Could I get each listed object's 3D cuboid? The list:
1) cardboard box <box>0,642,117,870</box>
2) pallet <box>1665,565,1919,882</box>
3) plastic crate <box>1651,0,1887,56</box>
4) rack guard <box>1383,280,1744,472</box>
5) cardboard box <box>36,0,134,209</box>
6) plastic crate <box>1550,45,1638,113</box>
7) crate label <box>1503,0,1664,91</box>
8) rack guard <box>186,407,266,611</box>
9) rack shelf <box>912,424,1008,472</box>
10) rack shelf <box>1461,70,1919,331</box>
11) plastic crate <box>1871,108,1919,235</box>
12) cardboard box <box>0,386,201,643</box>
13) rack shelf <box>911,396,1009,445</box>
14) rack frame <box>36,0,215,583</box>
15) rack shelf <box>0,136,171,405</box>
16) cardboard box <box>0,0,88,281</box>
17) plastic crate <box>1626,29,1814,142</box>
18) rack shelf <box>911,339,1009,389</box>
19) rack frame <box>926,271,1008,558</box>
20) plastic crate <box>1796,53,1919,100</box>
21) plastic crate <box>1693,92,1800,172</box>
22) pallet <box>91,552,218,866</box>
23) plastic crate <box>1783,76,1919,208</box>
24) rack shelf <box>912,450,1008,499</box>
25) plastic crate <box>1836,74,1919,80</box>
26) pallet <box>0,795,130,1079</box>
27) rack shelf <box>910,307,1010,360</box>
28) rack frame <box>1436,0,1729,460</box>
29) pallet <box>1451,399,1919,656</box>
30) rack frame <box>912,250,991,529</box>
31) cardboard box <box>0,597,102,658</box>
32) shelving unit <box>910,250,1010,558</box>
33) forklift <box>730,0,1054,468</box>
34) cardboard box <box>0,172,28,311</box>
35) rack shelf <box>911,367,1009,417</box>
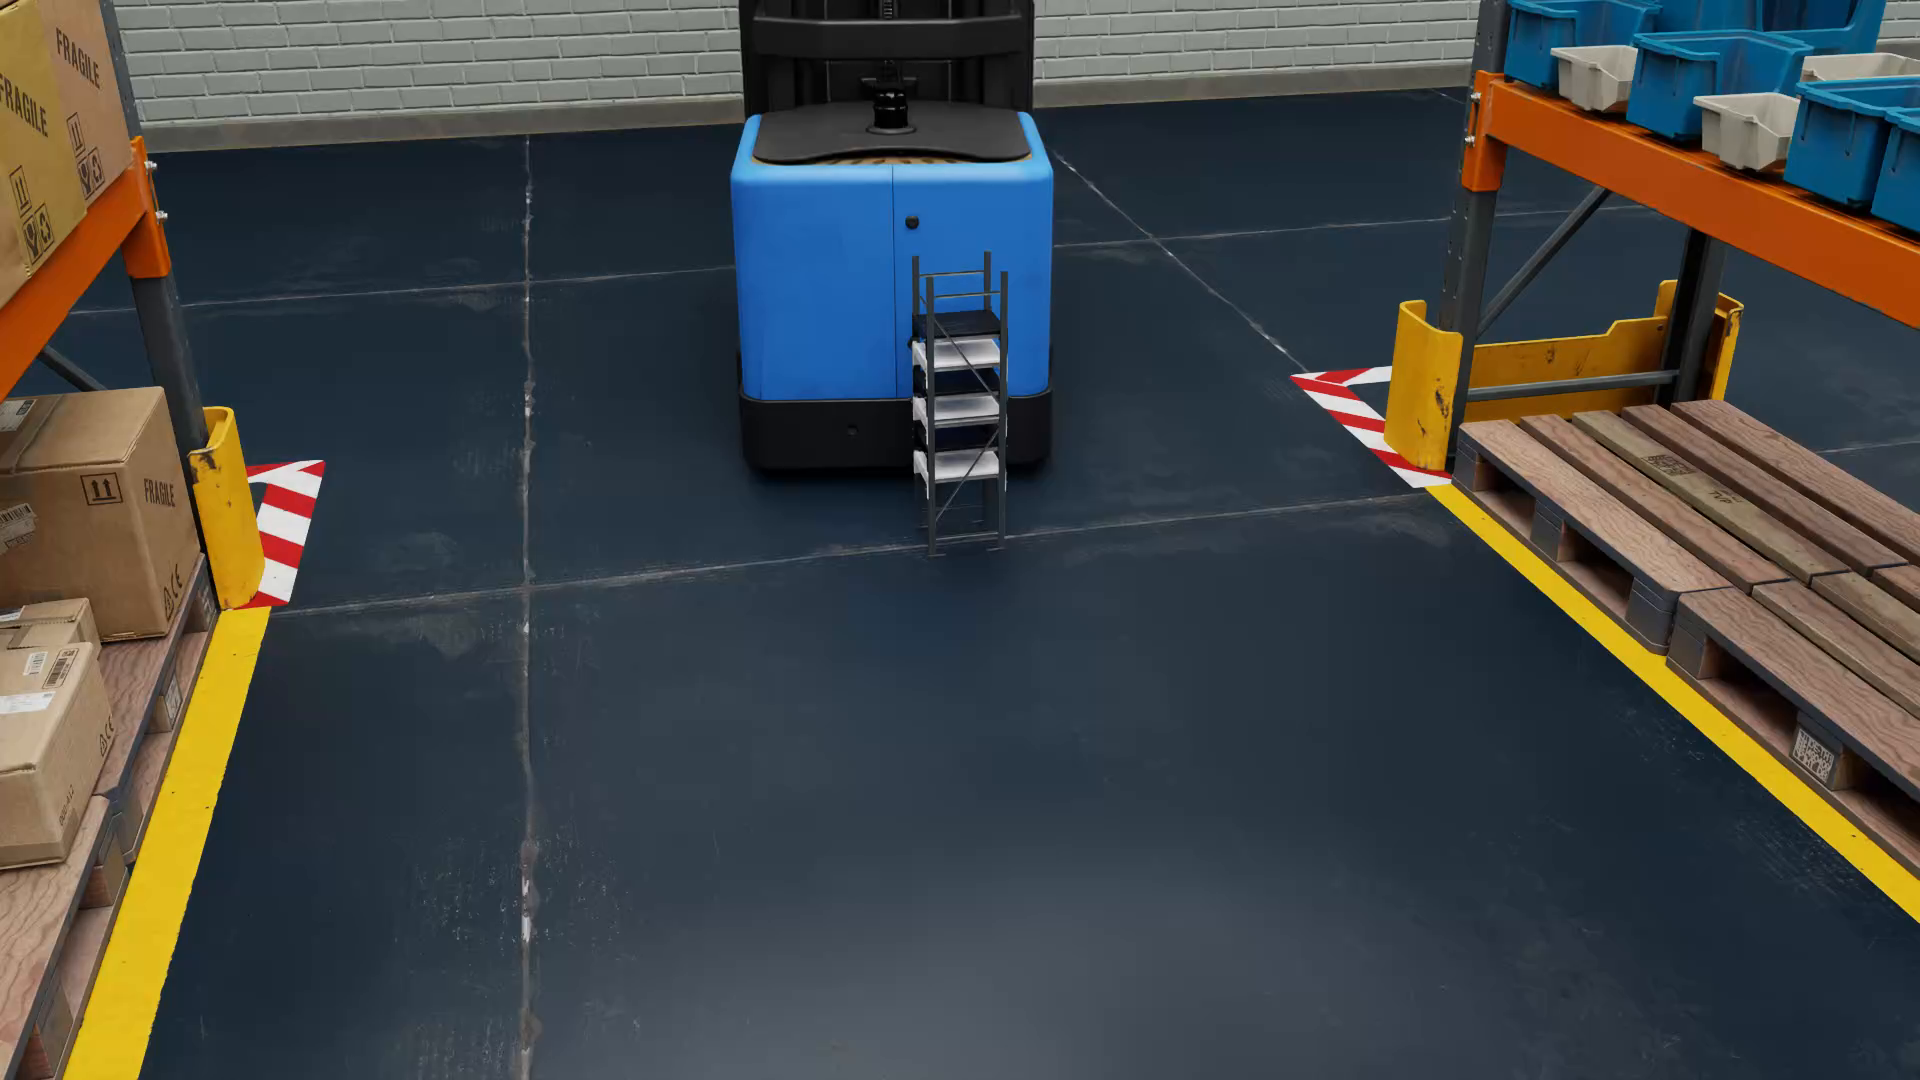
[{"bbox_3d":[-2.148,0.472,3.548,0.500,0.250,0.500,-6,27,-12],"label":"cardboard box"},{"bbox_3d":[2.551,0.452,4.121,1.003,0.211,1.213,-6,27,-12],"label":"pallet"},{"bbox_3d":[2.389,-1.608,5.002,0.616,0.435,0.499,-6,27,-12],"label":"plastic crate"},{"bbox_3d":[2.113,-0.587,5.858,1.175,0.500,0.348,-6,27,-12],"label":"rack guard"},{"bbox_3d":[-2.329,-1.068,3.926,0.500,0.500,0.500,-5,27,-10],"label":"cardboard box"},{"bbox_3d":[1.858,-1.312,4.746,0.250,0.136,0.298,-6,27,-12],"label":"plastic crate"},{"bbox_3d":[1.866,-1.504,5.020,0.416,0.233,0.303,-6,27,-12],"label":"crate label"},{"bbox_3d":[-2.678,-0.043,4.781,1.175,0.500,0.348,-6,27,-12],"label":"rack guard"},{"bbox_3d":[-0.002,-0.295,5.110,0.258,0.077,0.200,-6,27,-12],"label":"rack shelf"},{"bbox_3d":[2.582,-0.495,3.699,1.077,0.370,4.000,-6,27,-12],"label":"rack shelf"},{"bbox_3d":[2.231,-0.794,3.614,0.416,0.233,0.300,-6,27,-12],"label":"plastic crate"},{"bbox_3d":[-2.333,-0.059,4.324,0.500,0.500,0.500,-6,27,-12],"label":"cardboard box"},{"bbox_3d":[-0.002,-0.376,5.069,0.258,0.077,0.200,-6,27,-12],"label":"rack shelf"},{"bbox_3d":[-2.695,-1.192,4.283,1.000,3.000,0.127,-6,27,-12],"label":"rack frame"},{"bbox_3d":[-2.245,0.007,2.706,1.077,0.370,4.000,-6,27,-12],"label":"rack shelf"},{"bbox_3d":[-2.209,-0.841,3.476,0.500,0.500,0.500,-6,27,-11],"label":"cardboard box"},{"bbox_3d":[2.015,-1.215,4.447,0.416,0.233,0.300,-6,27,-12],"label":"plastic crate"},{"bbox_3d":[-0.002,-0.536,4.988,0.258,0.077,0.200,-6,27,-12],"label":"rack shelf"},{"bbox_3d":[0.021,-0.361,4.966,0.240,0.900,0.006,-6,27,-12],"label":"rack frame"},{"bbox_3d":[2.492,-1.263,4.650,0.396,0.136,0.243,-6,27,-12],"label":"plastic crate"},{"bbox_3d":[2.011,-1.014,4.156,0.250,0.136,0.298,-6,27,-12],"label":"plastic crate"},{"bbox_3d":[-2.498,0.436,4.153,1.003,0.211,1.213,-6,27,-12],"label":"pallet"},{"bbox_3d":[2.163,-0.926,3.875,0.416,0.233,0.300,-6,27,-12],"label":"plastic crate"},{"bbox_3d":[-0.002,-0.215,5.150,0.258,0.077,0.200,-6,27,-12],"label":"rack shelf"},{"bbox_3d":[2.543,-1.134,4.395,0.396,0.136,0.243,-6,27,-12],"label":"plastic crate"},{"bbox_3d":[-2.226,0.970,3.094,1.003,0.211,1.213,-6,27,-12],"label":"pallet"},{"bbox_3d":[-0.002,-0.617,4.948,0.258,0.077,0.200,-6,27,-12],"label":"rack shelf"},{"bbox_3d":[2.132,-1.694,5.277,1.000,3.000,0.127,-6,27,-12],"label":"rack frame"},{"bbox_3d":[2.280,-0.083,5.180,1.003,0.211,1.213,-6,27,-12],"label":"pallet"},{"bbox_3d":[-0.025,-0.450,5.143,0.240,0.900,0.006,-6,27,-12],"label":"rack frame"},{"bbox_3d":[-2.329,0.277,4.029,0.380,0.166,0.250,-6,27,-12],"label":"cardboard box"},{"bbox_3d":[-0.002,-0.405,5.054,0.258,0.900,0.210,-6,27,-12],"label":"shelving unit"},{"bbox_3d":[-0.281,-2.174,6.304,1.130,2.935,3.031,-1,27,-3],"label":"forklift"},{"bbox_3d":[-2.102,-0.621,3.041,0.500,0.500,0.500,-6,27,-11],"label":"cardboard box"},{"bbox_3d":[-0.002,-0.456,5.029,0.258,0.077,0.200,-6,27,-12],"label":"rack shelf"}]
